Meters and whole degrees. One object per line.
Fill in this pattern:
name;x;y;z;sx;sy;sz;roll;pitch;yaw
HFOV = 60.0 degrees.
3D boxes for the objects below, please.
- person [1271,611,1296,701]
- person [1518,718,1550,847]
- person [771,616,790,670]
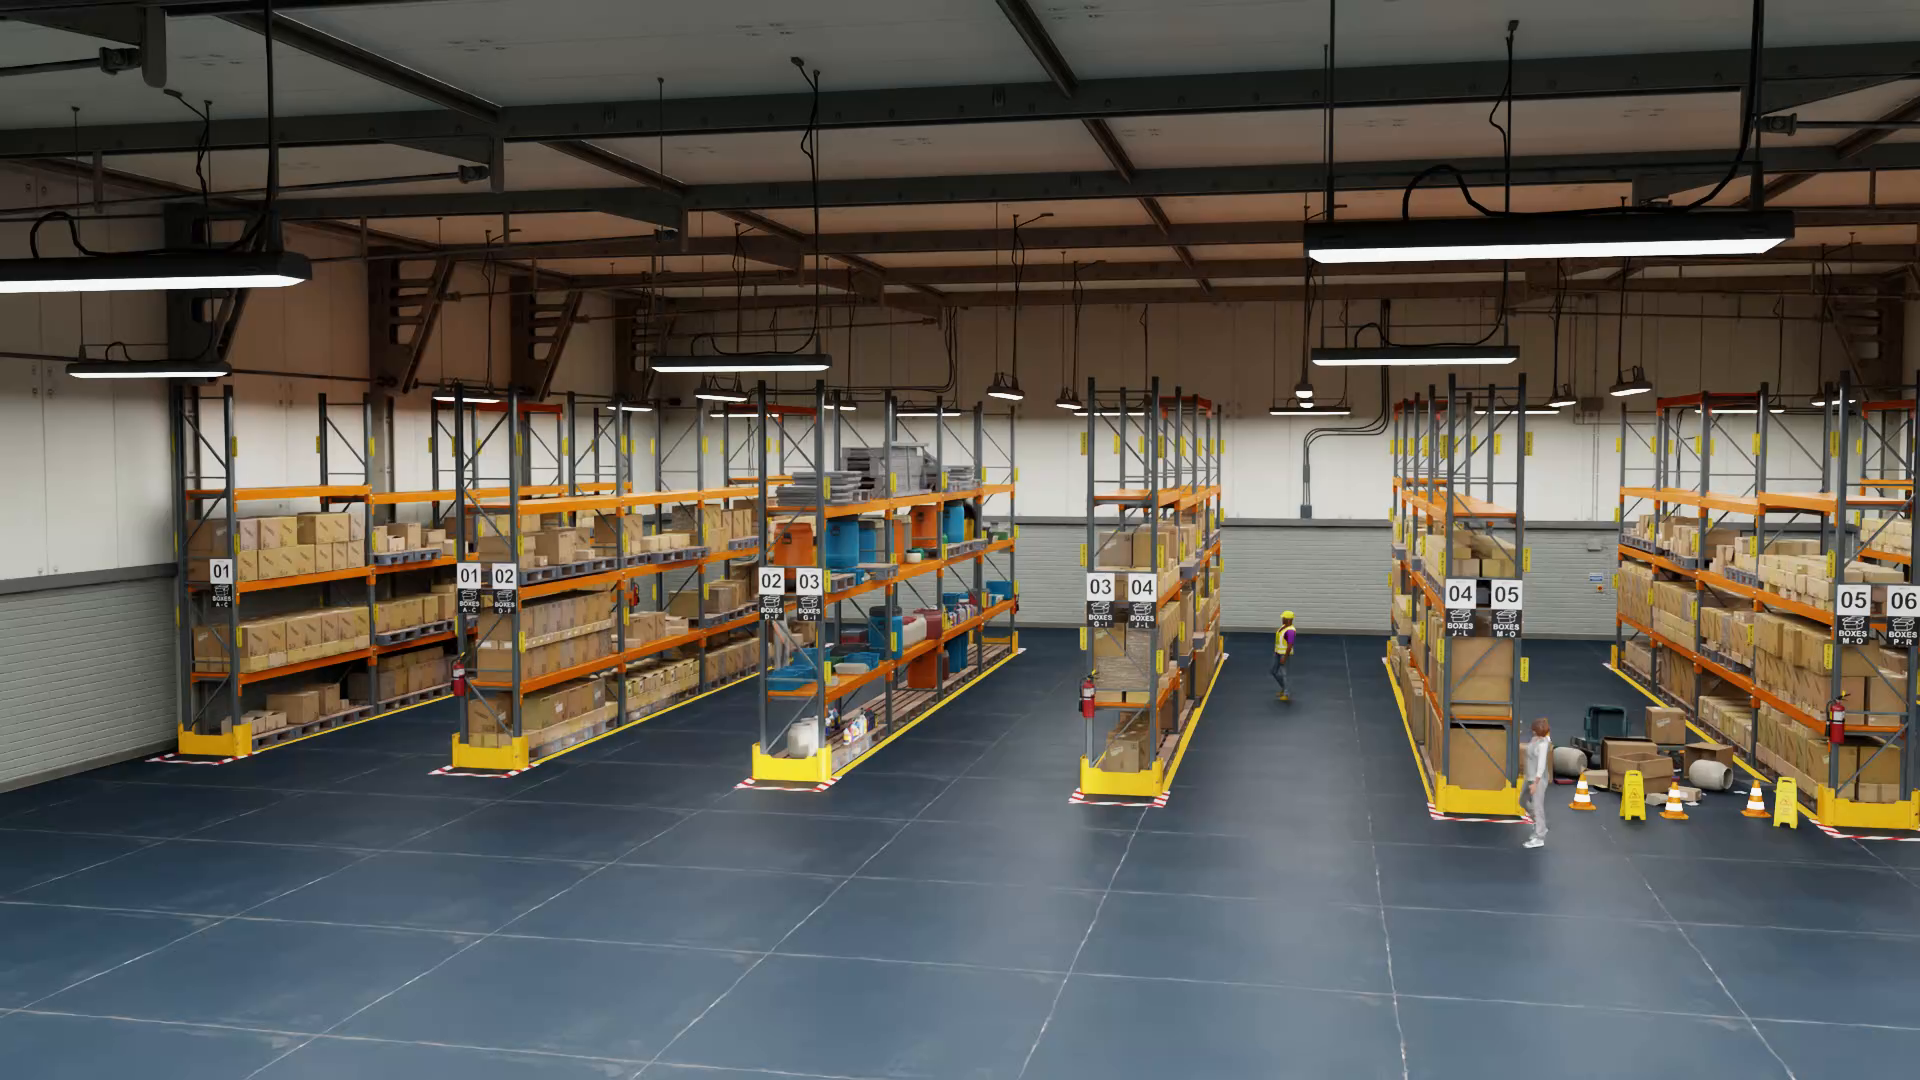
person;6.407;2.277;32.936;0.448;1.766;0.679;-1;3;-16
person;7.233;3.024;20.888;0.410;1.599;0.504;0;3;-4
person;-3.778;2.109;35.188;0.539;1.700;0.546;3;4;39
